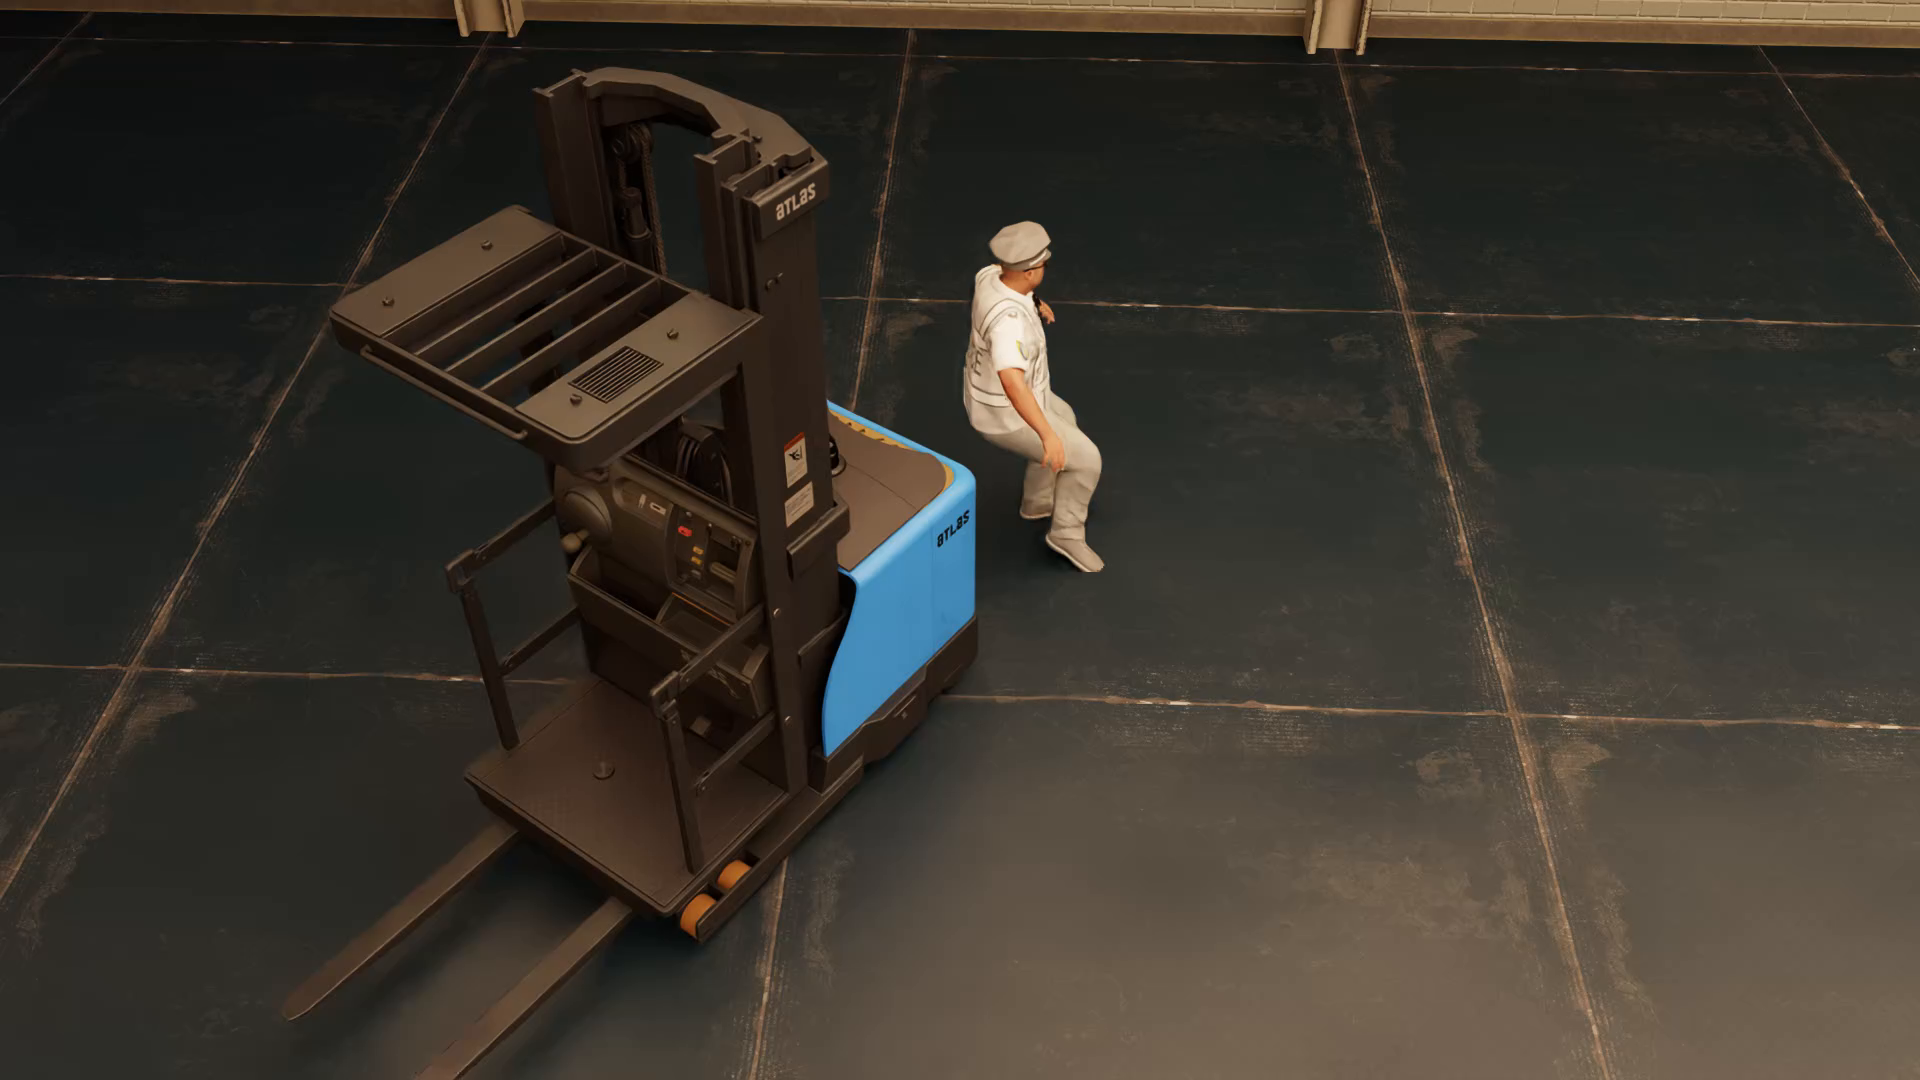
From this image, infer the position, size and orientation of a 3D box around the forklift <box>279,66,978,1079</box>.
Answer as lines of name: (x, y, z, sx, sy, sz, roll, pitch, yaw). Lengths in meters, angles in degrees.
forklift: (-1.202, 0.040, 5.698, 1.130, 2.935, 3.031, 27, 49, 26)

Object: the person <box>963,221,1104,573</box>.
person: (0.335, -0.630, 7.430, 0.624, 1.693, 1.105, -5, 43, -6)
